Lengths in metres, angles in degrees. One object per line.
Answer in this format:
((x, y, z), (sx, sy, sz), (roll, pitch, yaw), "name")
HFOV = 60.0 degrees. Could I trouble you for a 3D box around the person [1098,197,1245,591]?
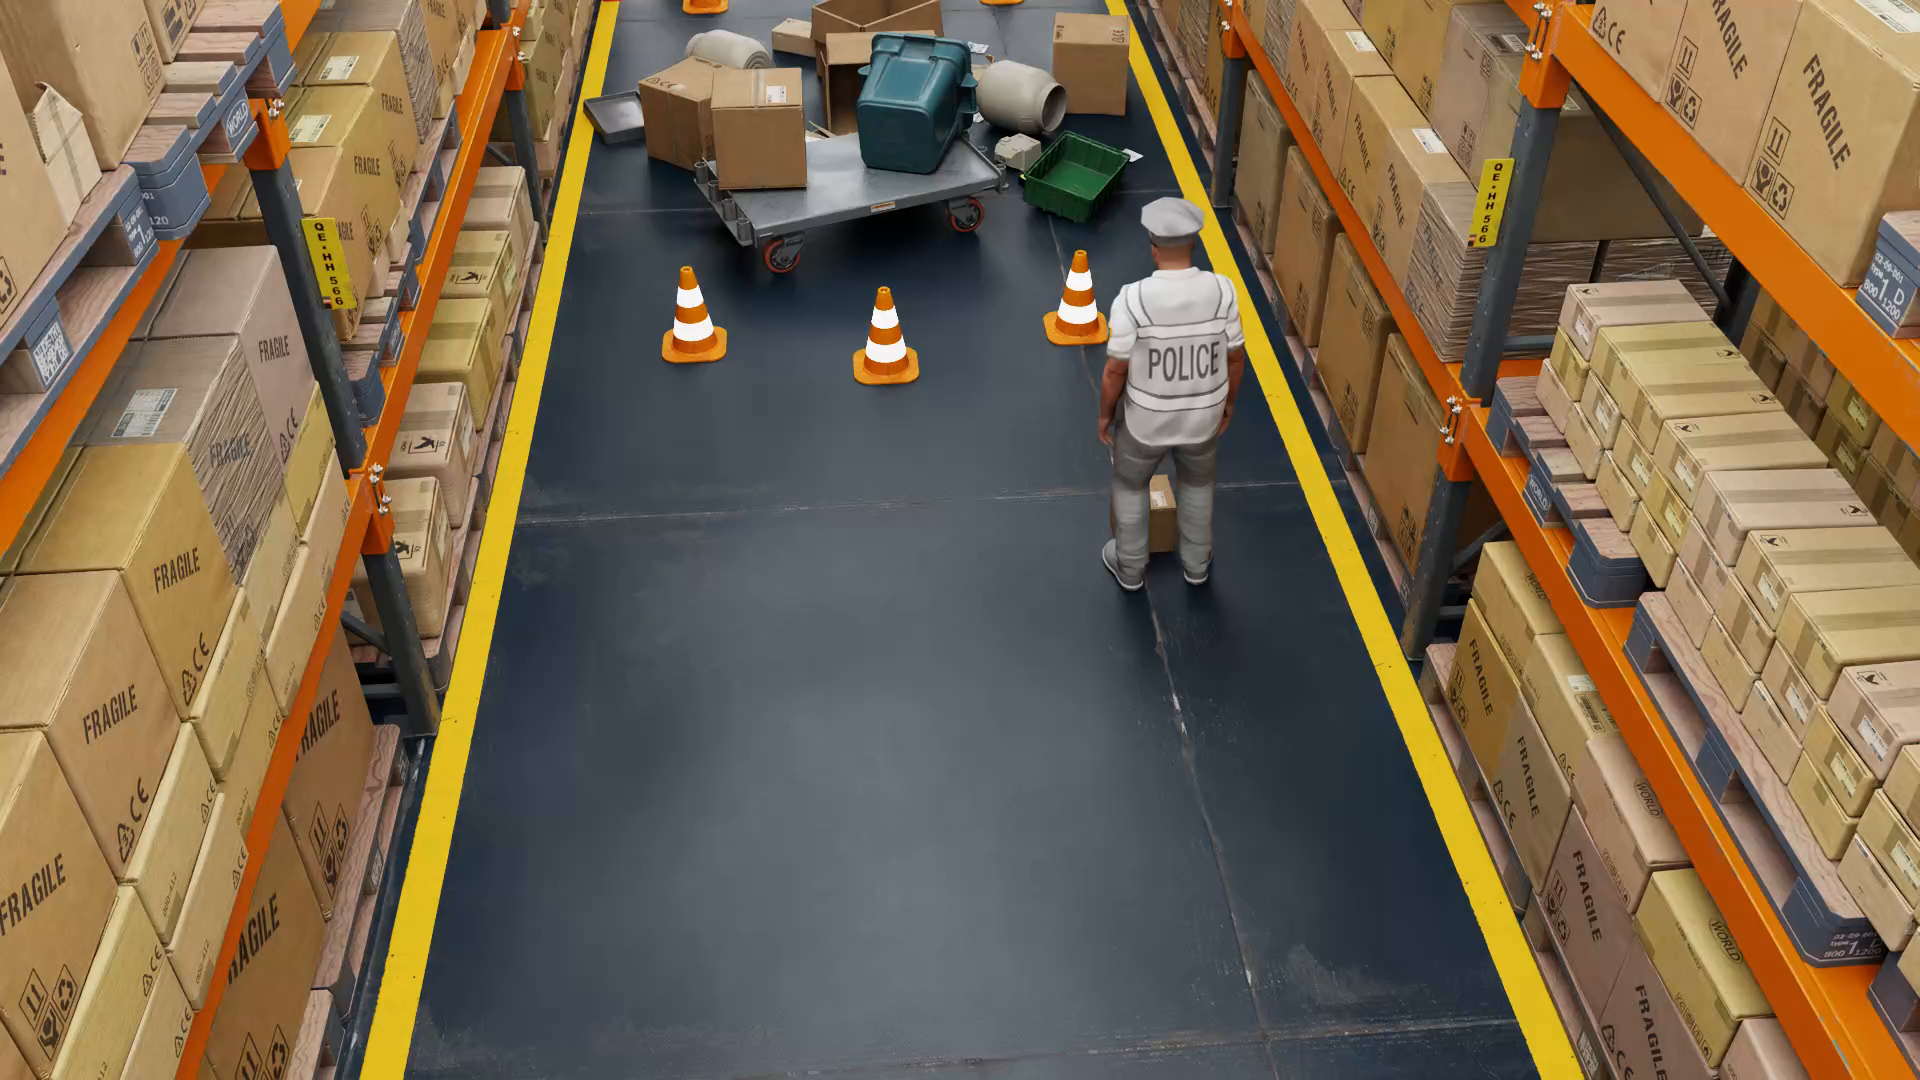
((0.854, -0.525, 6.800), (0.591, 1.746, 0.437), (-5, 39, -6), "person")
